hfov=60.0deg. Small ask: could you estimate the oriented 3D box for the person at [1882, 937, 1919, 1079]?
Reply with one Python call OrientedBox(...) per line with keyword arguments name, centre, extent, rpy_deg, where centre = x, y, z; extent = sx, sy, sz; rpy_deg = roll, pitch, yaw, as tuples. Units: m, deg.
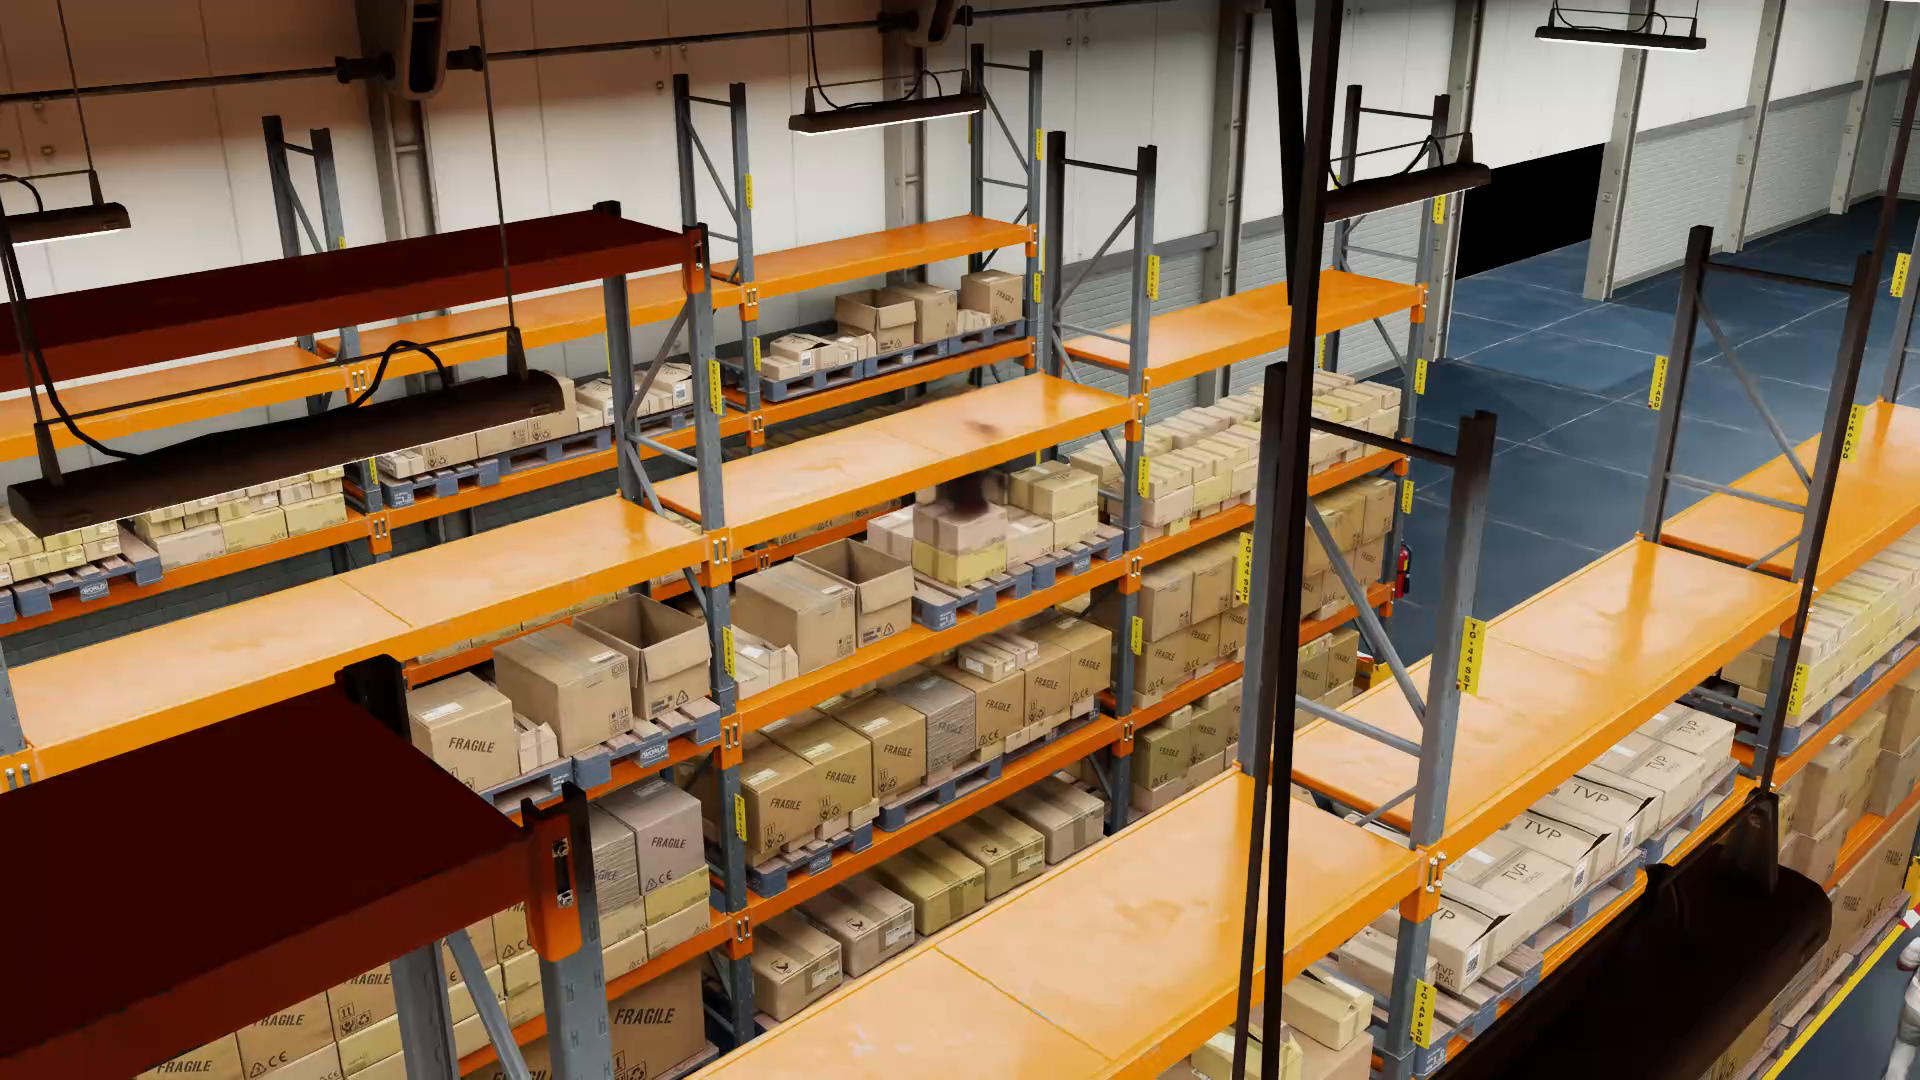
OrientedBox(name="person", centre=(6.528, 3.149, 11.093), extent=(0.620, 1.634, 0.823), rpy_deg=(19, 29, 38))
